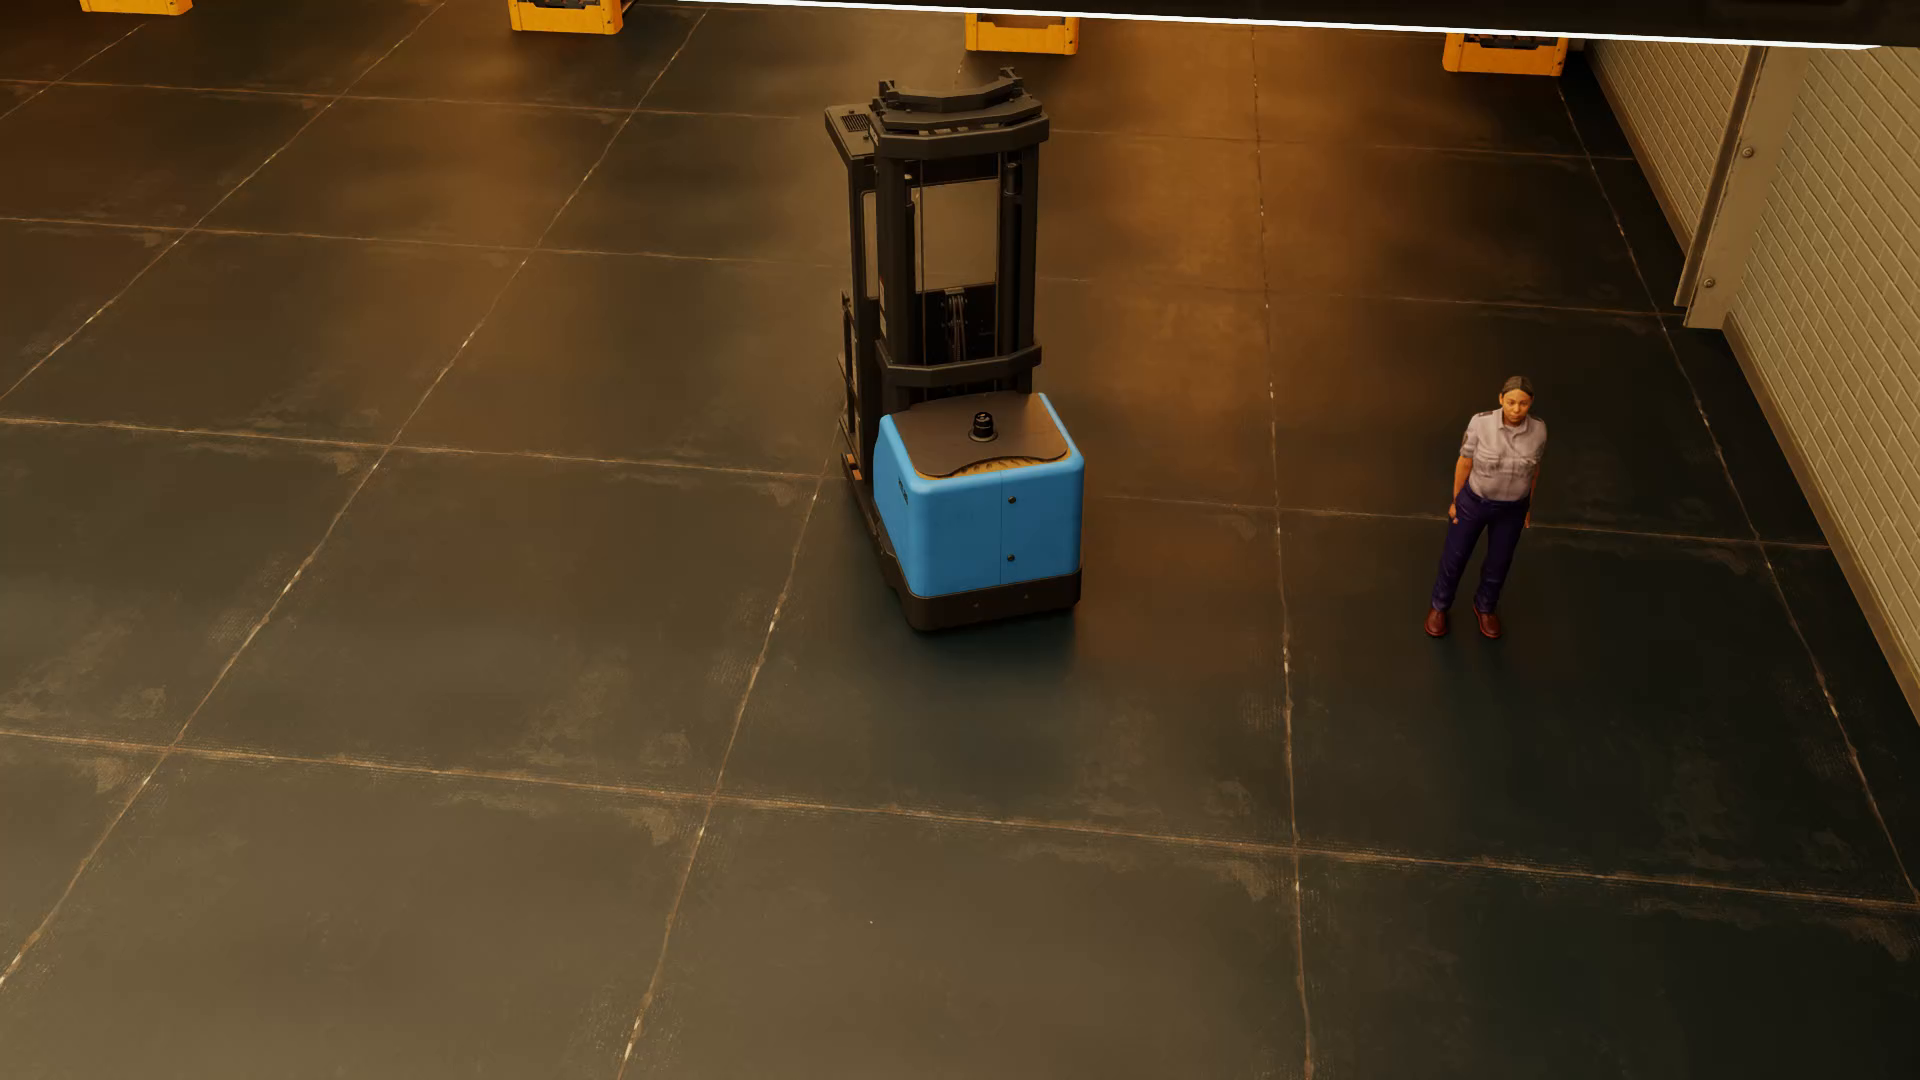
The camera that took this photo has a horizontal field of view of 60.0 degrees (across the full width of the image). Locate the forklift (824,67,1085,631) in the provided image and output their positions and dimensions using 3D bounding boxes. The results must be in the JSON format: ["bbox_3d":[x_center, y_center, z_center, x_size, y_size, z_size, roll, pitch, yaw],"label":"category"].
[{"bbox_3d":[-0.159,-1.528,10.103,1.130,2.935,3.031,-9,37,-12],"label":"forklift"}]

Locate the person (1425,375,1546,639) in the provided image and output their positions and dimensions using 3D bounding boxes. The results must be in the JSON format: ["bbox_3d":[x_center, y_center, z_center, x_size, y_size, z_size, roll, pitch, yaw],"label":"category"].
[{"bbox_3d":[2.983,-0.183,9.367,0.476,1.650,0.364,3,37,4],"label":"person"}]
